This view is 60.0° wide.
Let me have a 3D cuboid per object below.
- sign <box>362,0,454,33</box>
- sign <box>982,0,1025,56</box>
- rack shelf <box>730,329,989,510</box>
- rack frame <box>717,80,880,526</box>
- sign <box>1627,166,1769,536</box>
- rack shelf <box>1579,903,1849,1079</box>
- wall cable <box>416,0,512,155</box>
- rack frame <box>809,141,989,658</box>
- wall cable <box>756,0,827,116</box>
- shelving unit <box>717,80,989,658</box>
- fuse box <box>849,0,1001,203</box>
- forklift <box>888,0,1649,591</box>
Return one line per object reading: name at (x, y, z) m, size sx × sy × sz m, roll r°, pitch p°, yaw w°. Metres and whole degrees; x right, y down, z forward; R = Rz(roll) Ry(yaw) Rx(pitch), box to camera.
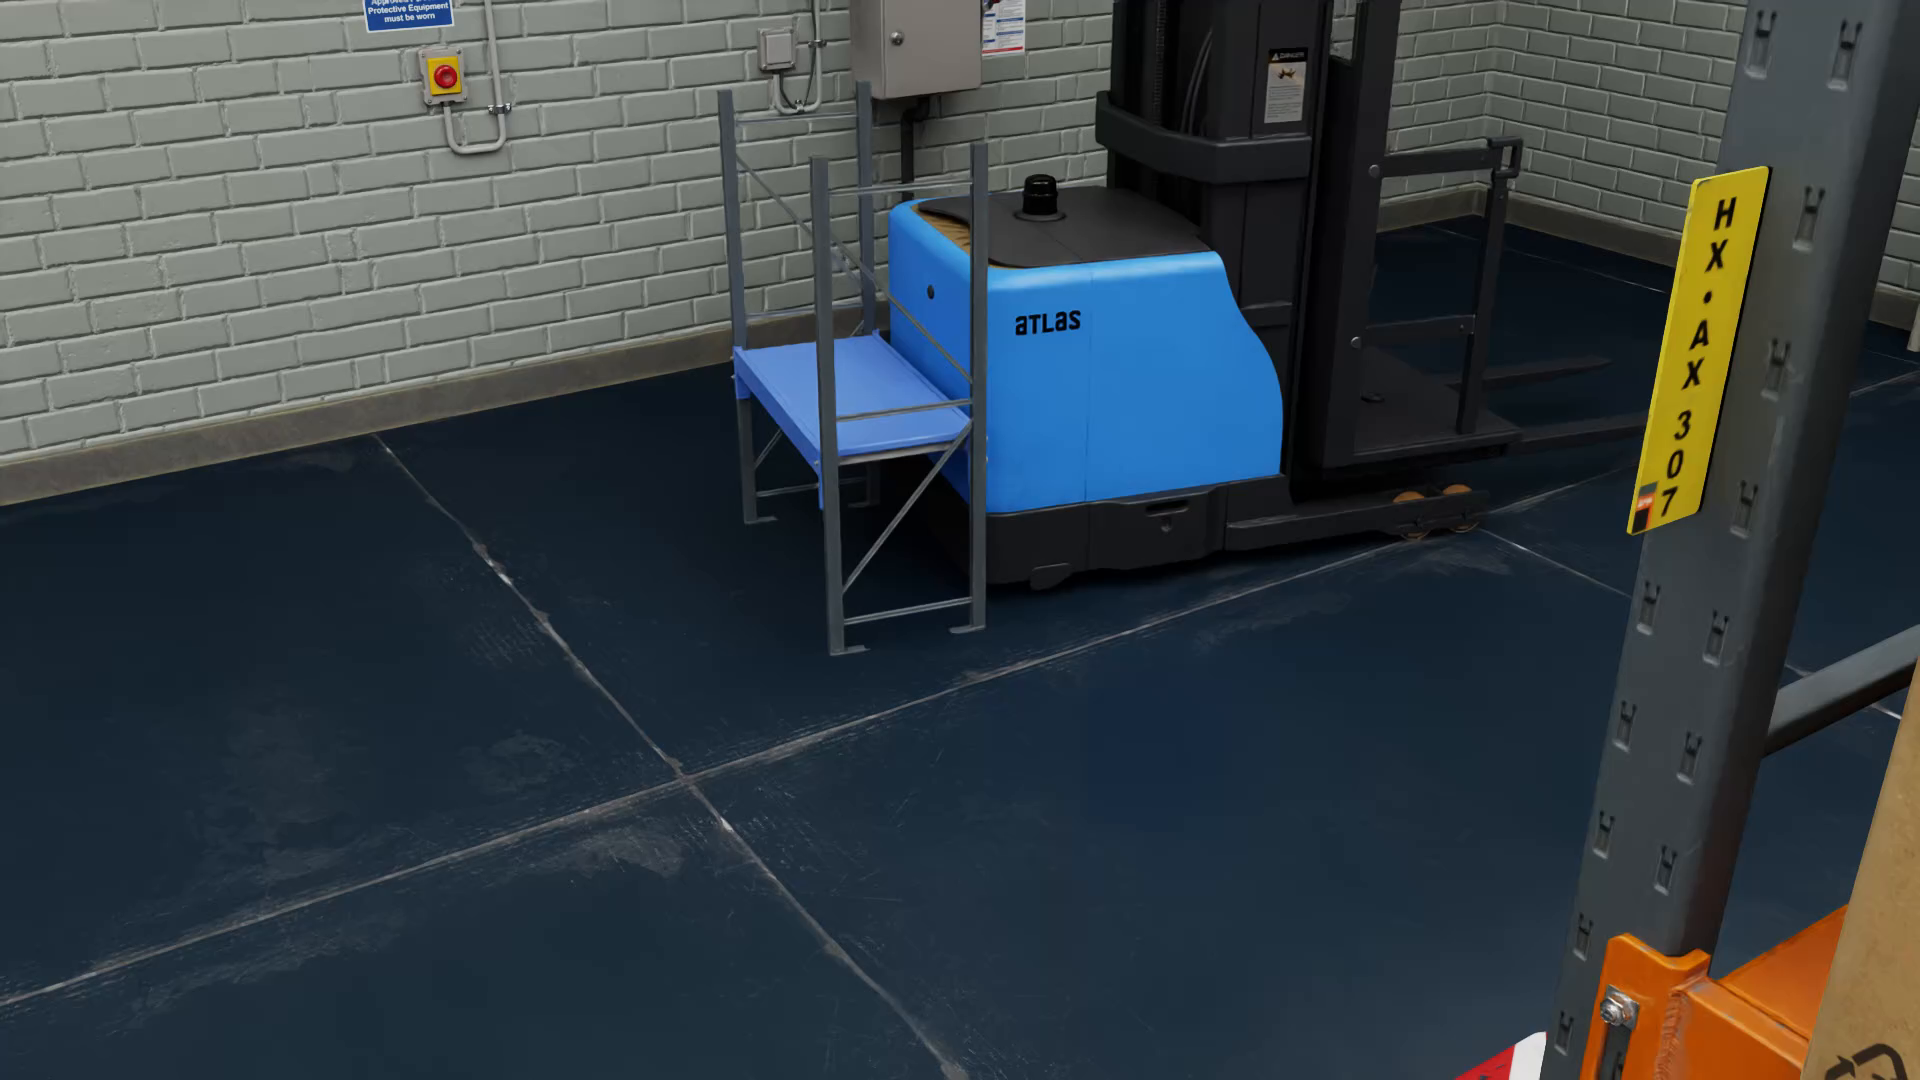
sign at (-2.051, -2.007, 6.171) m, size 0.327 × 0.218 × 0.001 m, roll -16°, pitch 29°, yaw -30°
sign at (0.163, -2.457, 7.553) m, size 0.329 × 0.494 × 0.001 m, roll -16°, pitch 29°, yaw -30°
rack shelf at (-0.343, -0.409, 5.280) m, size 0.538 × 0.185 × 1.000 m, roll -9°, pitch 27°, yaw -19°
rack frame at (-0.527, -0.774, 5.631) m, size 0.500 × 1.500 × 0.032 m, roll -9°, pitch 27°, yaw -19°
sign at (0.652, -0.163, 1.474) m, size 0.100 × 0.325 × 0.005 m, roll -16°, pitch 29°, yaw -30°
rack shelf at (2.212, 1.178, 0.583) m, size 1.077 × 0.370 × 4.000 m, roll -16°, pitch 29°, yaw -30°
wall cable at (-1.977, -2.348, 5.982) m, size 0.585 × 1.953 × 0.123 m, roll -16°, pitch 29°, yaw -30°
rack frame at (-0.160, -0.369, 4.774) m, size 0.500 × 1.500 × 0.032 m, roll -9°, pitch 27°, yaw -19°
wall cable at (-0.795, -2.668, 6.698) m, size 0.588 × 1.984 × 0.122 m, roll -16°, pitch 29°, yaw -30°
shelving unit at (-0.344, -0.571, 5.203) m, size 0.538 × 1.500 × 1.048 m, roll -9°, pitch 27°, yaw -19°
fuse box at (-0.138, -1.729, 7.407) m, size 0.539 × 1.711 × 0.414 m, roll -16°, pitch 29°, yaw -30°
forklift at (1.314, -1.528, 5.553) m, size 3.031 × 2.935 × 1.130 m, roll -8°, pitch 27°, yaw -17°
